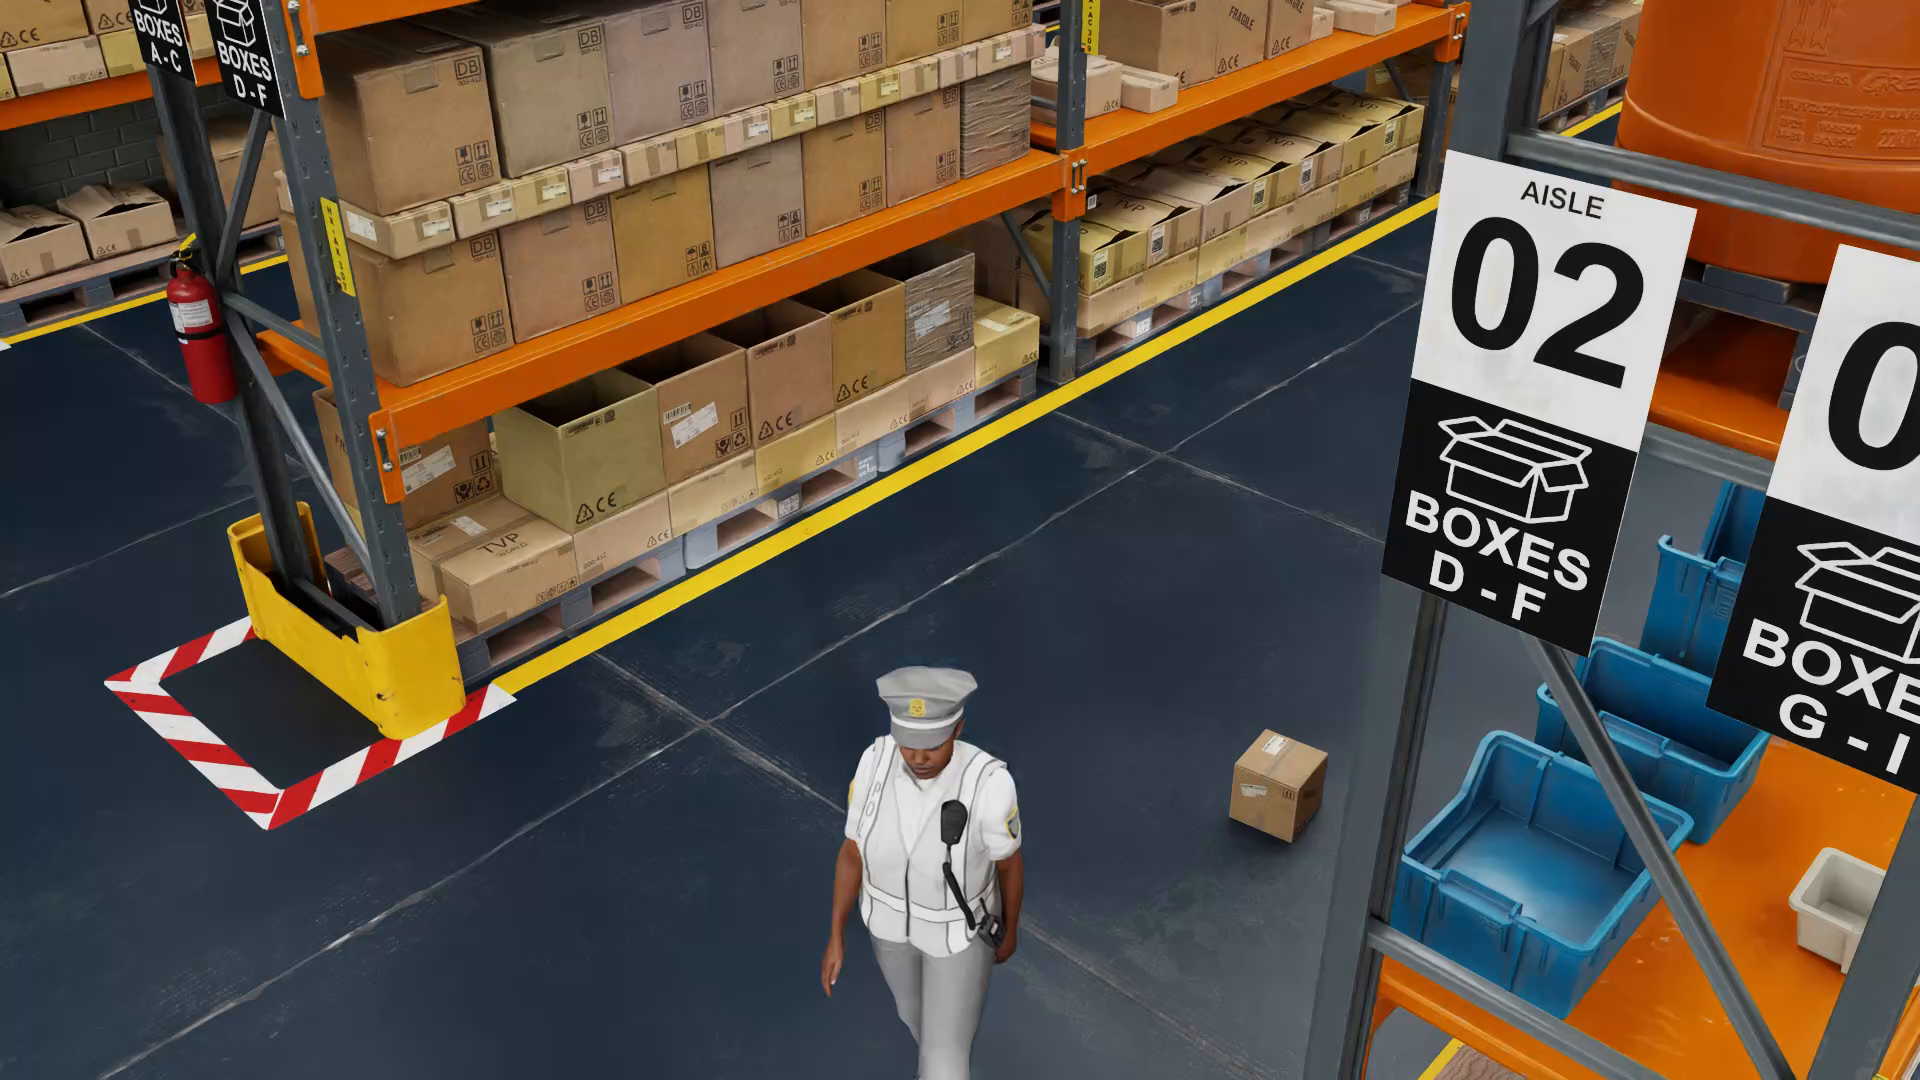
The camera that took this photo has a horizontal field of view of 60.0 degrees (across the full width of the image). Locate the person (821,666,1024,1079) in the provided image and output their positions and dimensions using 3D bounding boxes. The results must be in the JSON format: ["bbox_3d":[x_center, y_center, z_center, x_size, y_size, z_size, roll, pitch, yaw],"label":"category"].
[{"bbox_3d":[-0.092,1.070,4.410,0.463,1.752,0.596,14,34,21],"label":"person"}]
